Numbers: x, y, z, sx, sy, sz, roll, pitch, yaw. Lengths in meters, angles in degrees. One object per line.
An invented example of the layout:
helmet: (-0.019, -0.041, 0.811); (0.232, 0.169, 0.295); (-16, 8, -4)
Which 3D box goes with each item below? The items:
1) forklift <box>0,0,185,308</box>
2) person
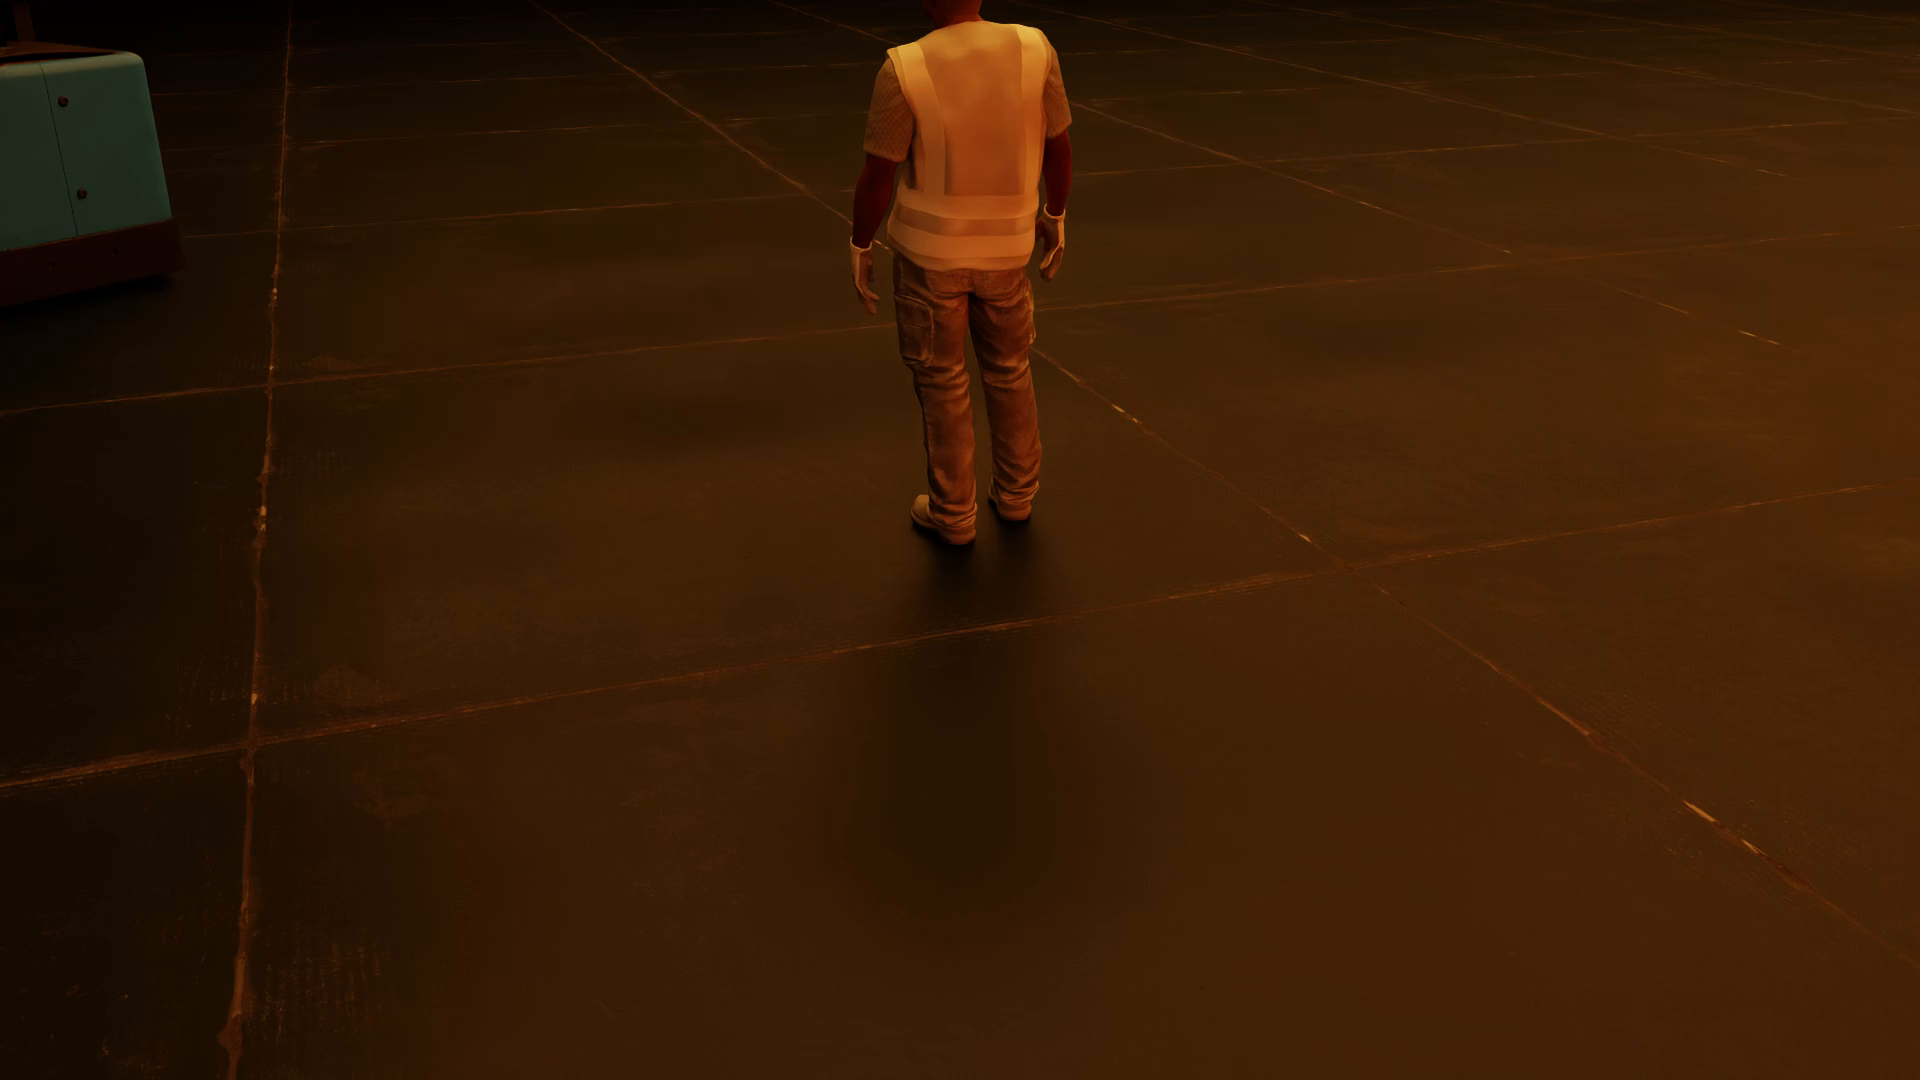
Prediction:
forklift: (-5.248, -2.766, 7.876); (3.031, 2.935, 1.130); (15, 27, 31)
person: (-0.016, -0.856, 4.796); (0.656, 1.782, 0.576); (-8, 24, -18)
